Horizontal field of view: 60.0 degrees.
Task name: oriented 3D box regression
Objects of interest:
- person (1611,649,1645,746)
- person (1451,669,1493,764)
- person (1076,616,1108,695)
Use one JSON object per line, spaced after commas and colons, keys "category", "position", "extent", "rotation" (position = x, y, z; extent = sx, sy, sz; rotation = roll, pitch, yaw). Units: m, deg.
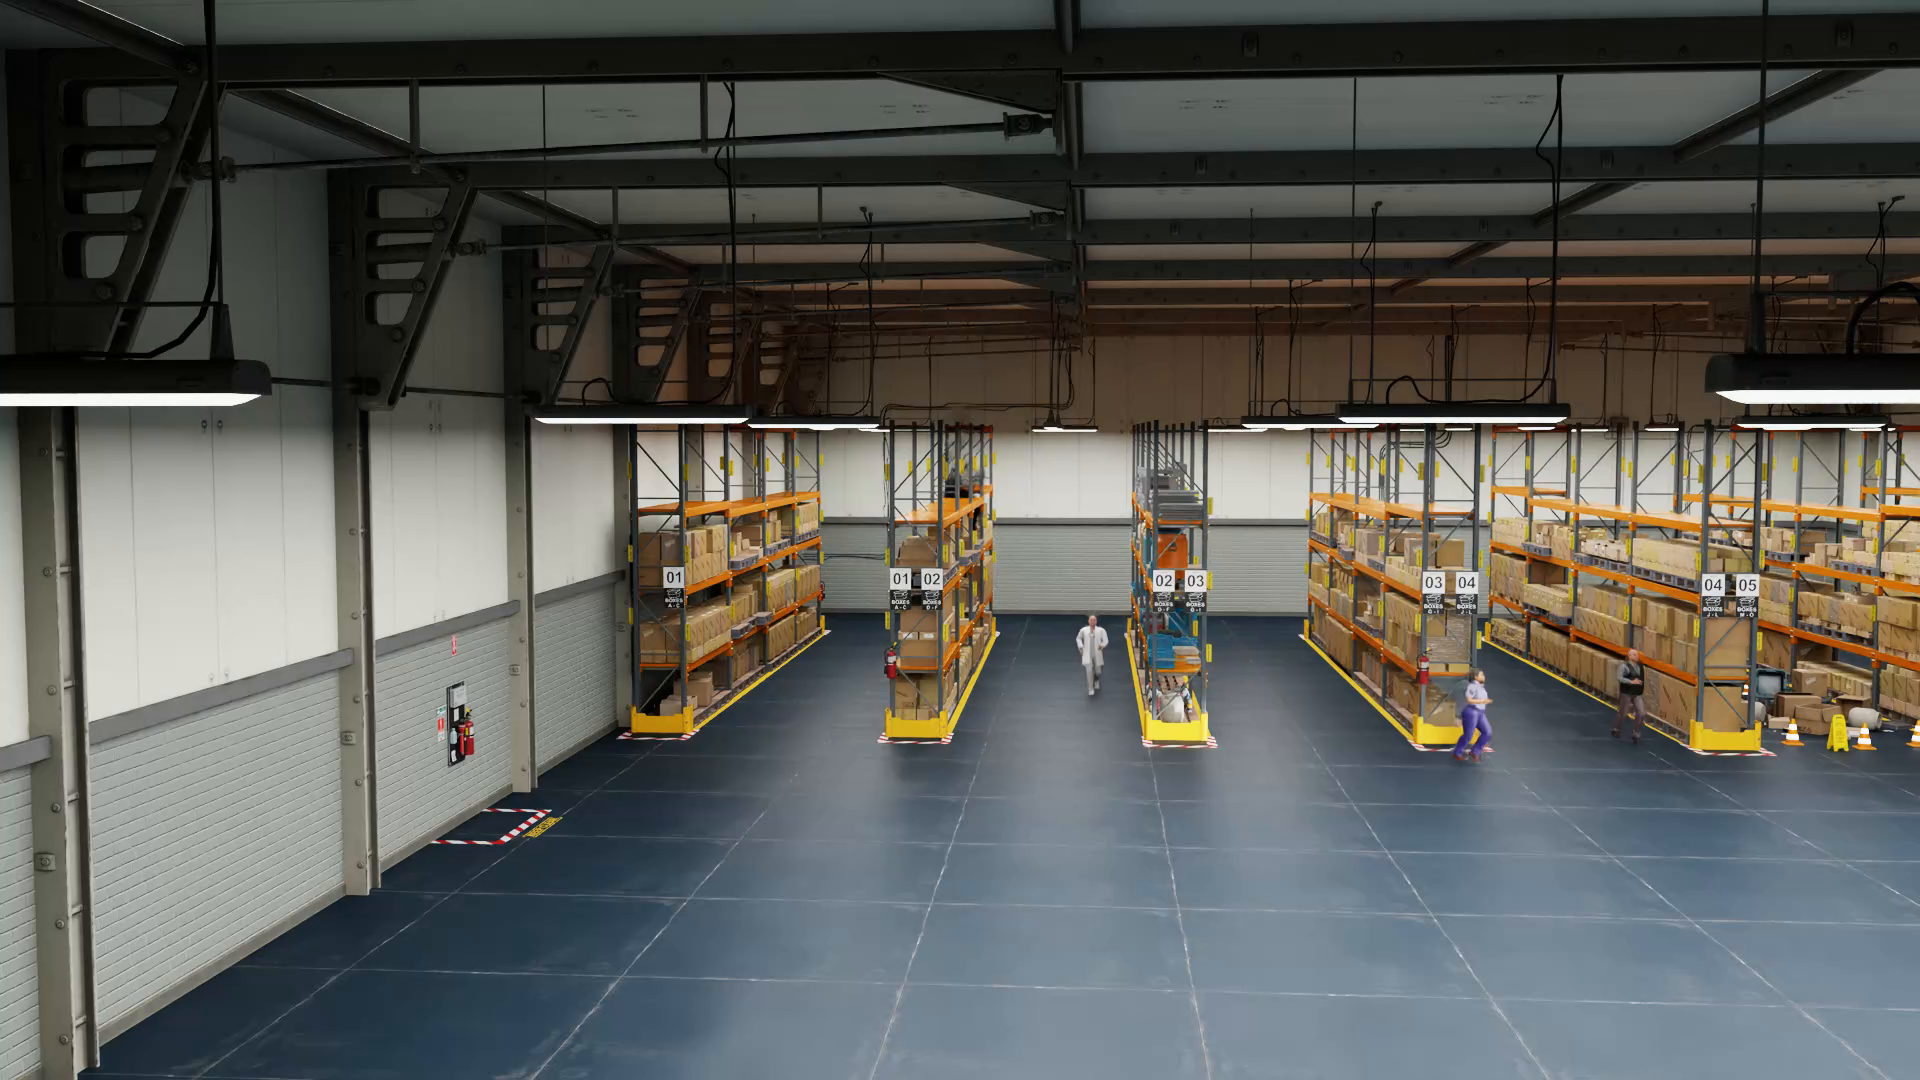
{"category": "person", "position": [12.467, 2.920, 30.903], "extent": [0.667, 1.800, 0.751], "rotation": [-1, 4, -12]}
{"category": "person", "position": [8.997, 3.091, 29.004], "extent": [0.686, 1.678, 0.605], "rotation": [3, 5, 44]}
{"category": "person", "position": [2.912, 2.531, 36.709], "extent": [0.715, 1.733, 0.812], "rotation": [0, 4, 4]}
